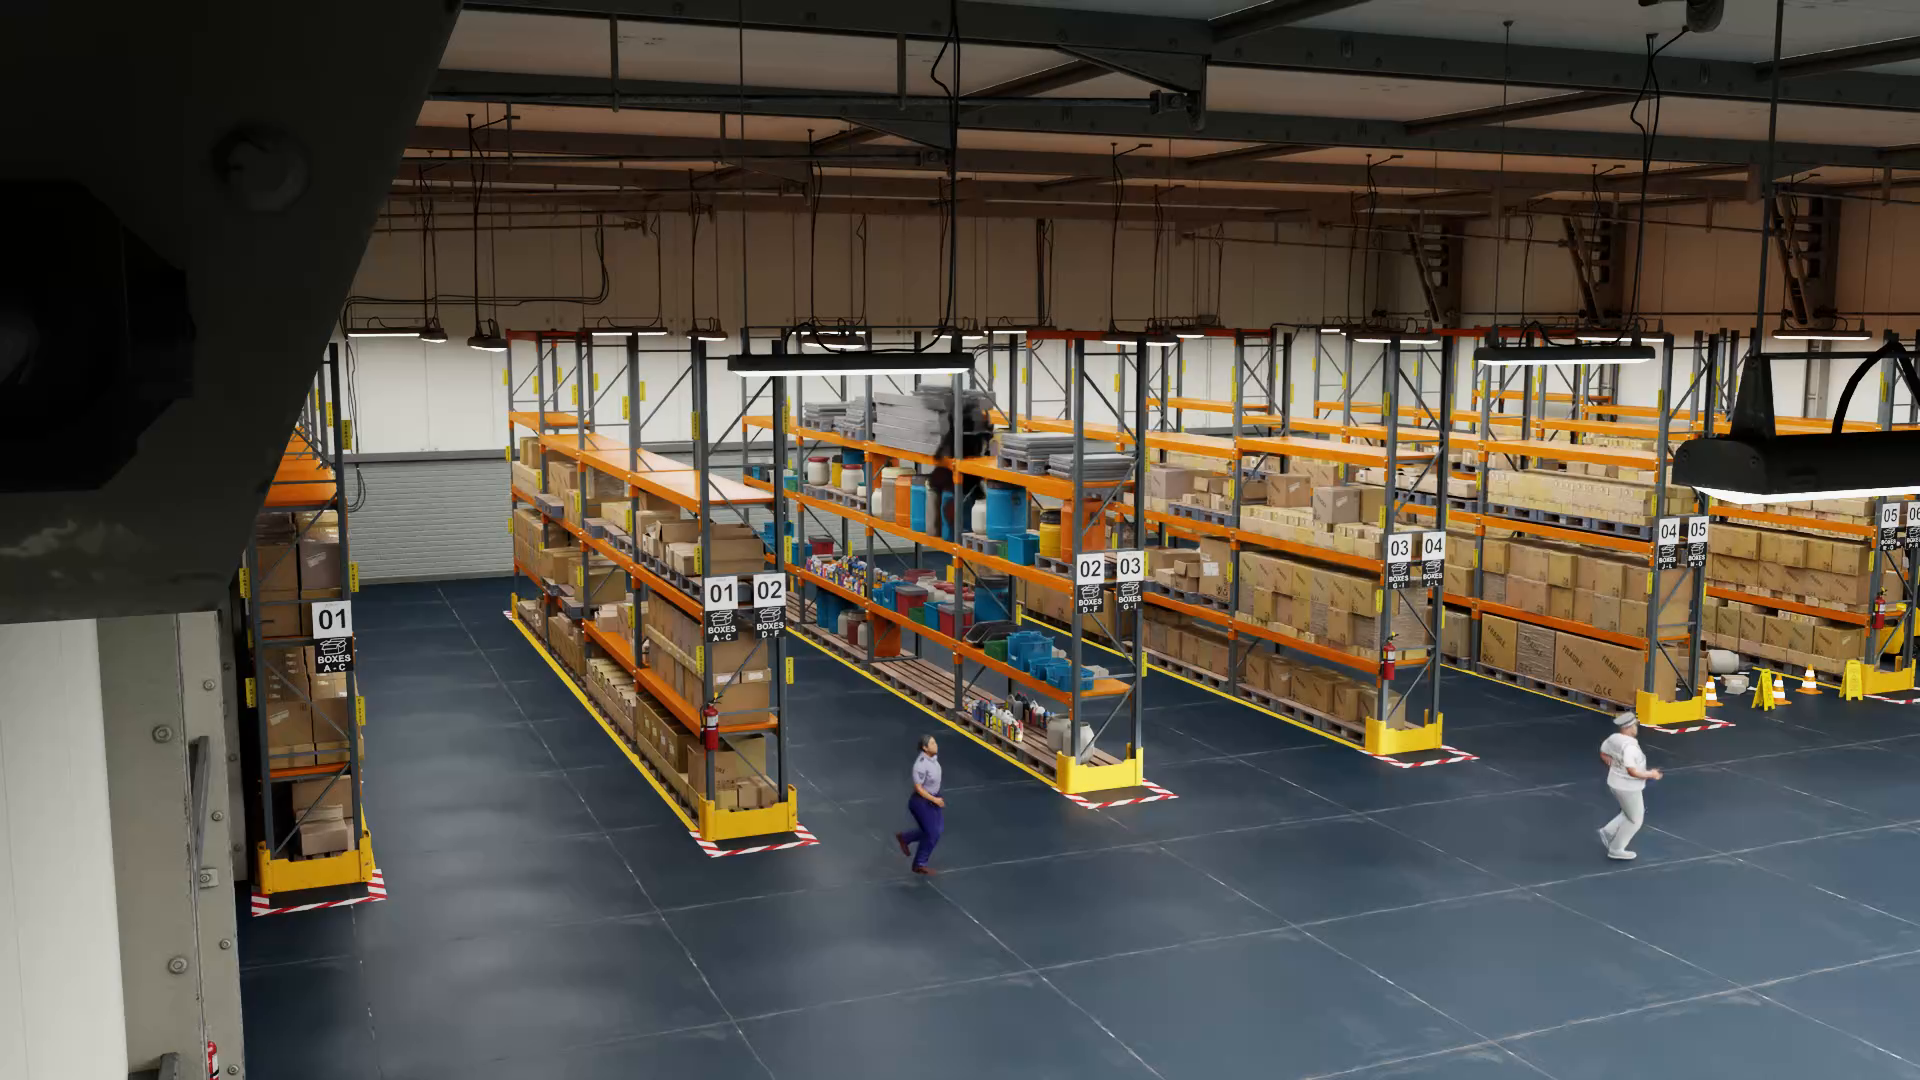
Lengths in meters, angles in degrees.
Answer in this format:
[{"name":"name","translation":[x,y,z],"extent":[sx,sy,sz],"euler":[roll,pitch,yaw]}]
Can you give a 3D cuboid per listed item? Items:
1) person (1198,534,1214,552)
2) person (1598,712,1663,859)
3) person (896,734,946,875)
[{"name":"person","translation":[5.289,0.689,35.508],"extent":[0.622,1.693,0.666],"euler":[-2,8,-16]},{"name":"person","translation":[7.798,2.845,19.332],"extent":[0.606,1.736,0.653],"euler":[0,8,0]},{"name":"person","translation":[-0.439,2.989,18.906],"extent":[0.619,1.617,0.621],"euler":[1,8,10]}]
